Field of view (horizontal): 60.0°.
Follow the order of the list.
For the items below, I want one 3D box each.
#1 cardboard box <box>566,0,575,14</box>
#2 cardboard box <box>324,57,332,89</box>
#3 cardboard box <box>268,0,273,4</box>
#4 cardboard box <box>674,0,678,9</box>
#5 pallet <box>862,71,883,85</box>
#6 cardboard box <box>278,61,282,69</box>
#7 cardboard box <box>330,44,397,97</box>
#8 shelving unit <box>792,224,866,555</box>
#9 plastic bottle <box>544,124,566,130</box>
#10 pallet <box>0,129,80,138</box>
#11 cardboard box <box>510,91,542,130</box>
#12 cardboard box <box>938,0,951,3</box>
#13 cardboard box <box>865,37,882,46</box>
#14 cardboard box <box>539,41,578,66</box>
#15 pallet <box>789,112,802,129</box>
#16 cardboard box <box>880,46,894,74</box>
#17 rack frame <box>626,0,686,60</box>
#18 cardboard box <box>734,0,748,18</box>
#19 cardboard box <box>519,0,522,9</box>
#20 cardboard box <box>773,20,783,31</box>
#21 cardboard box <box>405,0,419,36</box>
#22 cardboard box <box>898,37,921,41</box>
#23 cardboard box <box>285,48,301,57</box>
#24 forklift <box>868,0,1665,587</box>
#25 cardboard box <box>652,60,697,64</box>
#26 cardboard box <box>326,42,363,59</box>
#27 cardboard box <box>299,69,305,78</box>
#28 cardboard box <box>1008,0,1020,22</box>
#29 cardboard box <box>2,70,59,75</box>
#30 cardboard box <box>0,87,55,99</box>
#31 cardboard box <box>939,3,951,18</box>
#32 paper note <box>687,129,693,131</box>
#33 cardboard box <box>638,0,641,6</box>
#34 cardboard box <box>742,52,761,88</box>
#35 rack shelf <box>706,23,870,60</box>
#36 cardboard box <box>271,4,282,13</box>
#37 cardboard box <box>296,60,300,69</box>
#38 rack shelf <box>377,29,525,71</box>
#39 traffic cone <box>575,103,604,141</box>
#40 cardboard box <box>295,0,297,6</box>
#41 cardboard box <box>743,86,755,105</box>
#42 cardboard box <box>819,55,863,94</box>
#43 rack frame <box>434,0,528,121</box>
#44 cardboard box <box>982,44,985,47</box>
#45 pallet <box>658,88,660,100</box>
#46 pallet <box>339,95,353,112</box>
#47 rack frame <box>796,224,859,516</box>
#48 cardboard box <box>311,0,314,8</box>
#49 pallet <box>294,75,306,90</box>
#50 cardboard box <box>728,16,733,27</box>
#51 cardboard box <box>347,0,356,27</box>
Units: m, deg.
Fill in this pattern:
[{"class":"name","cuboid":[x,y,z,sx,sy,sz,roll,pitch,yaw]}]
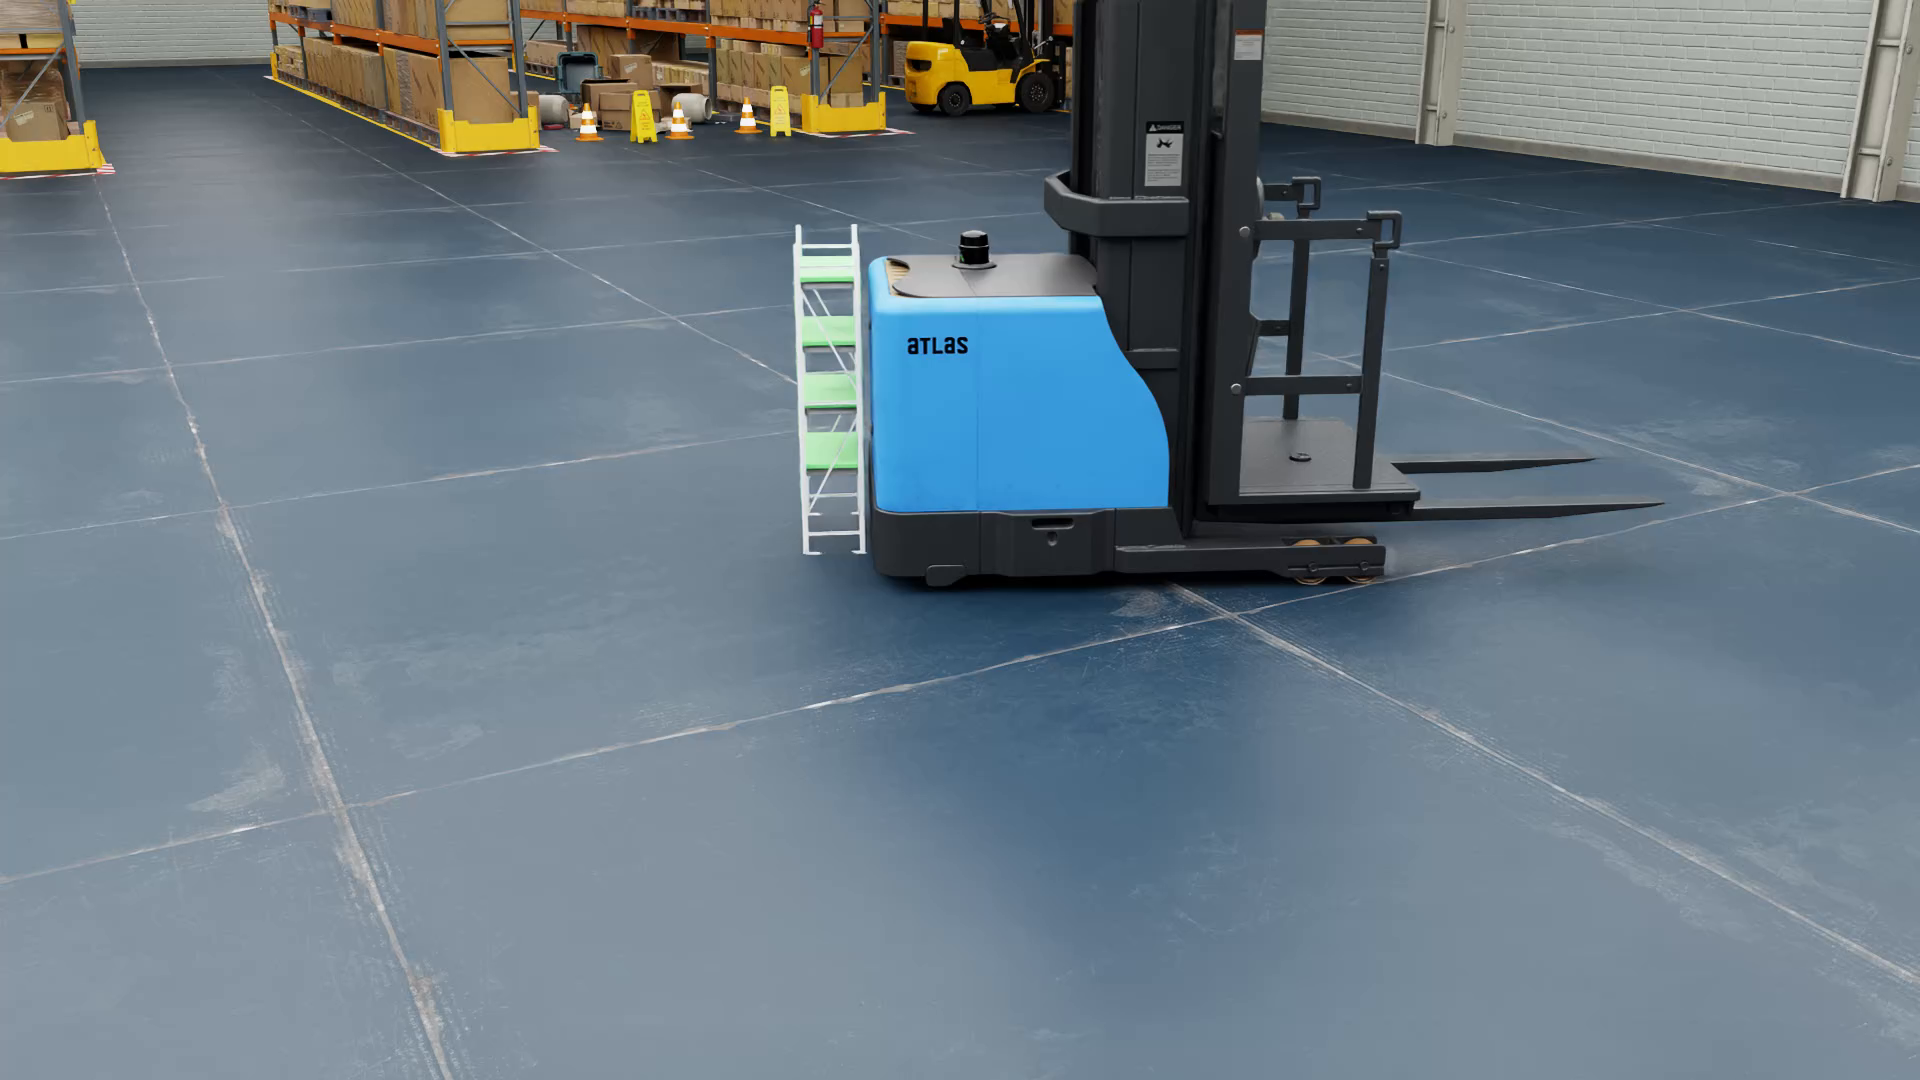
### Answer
[{"class":"cardboard box","cuboid":[-7.300,-10.326,32.188,0.500,0.250,0.500,-11,22,-28]},{"class":"cardboard box","cuboid":[-10.471,-7.935,28.218,0.500,0.500,0.500,-9,21,-24]},{"class":"cardboard box","cuboid":[-13.514,-10.933,33.108,0.500,0.500,0.500,-9,21,-24]},{"class":"cardboard box","cuboid":[-4.437,-8.748,27.125,0.380,0.149,0.250,-10,21,-27]},{"class":"pallet","cuboid":[-1.332,-9.088,32.645,1.003,0.211,1.213,-10,21,-27]},{"class":"cardboard box","cuboid":[-13.517,-9.568,33.487,0.380,0.149,0.250,-10,21,-26]},{"class":"cardboard box","cuboid":[-9.475,-7.567,26.766,1.050,0.750,0.750,-10,22,-27]},{"class":"shelving unit","cuboid":[-0.508,-0.594,6.512,0.258,1.200,0.503,-1,19,-4]},{"class":"plastic bottle","cuboid":[-5.679,-5.787,23.307,0.133,0.061,0.283,16,25,39]},{"class":"pallet","cuboid":[-11.266,-4.877,20.440,1.003,0.211,1.213,-10,21,-27]},{"class":"cardboard box","cuboid":[-6.146,-6.005,23.263,0.500,0.500,0.500,-6,20,-17]},{"class":"cardboard box","cuboid":[-0.058,-9.599,29.314,0.500,0.250,0.500,-10,21,-26]},{"class":"cardboard box","cuboid":[-1.625,-9.686,32.296,0.380,0.149,0.250,-11,22,-29]},{"class":"cardboard box","cuboid":[-8.333,-10.265,35.064,0.875,0.438,0.875,-9,21,-25]},{"class":"pallet","cuboid":[-1.969,-6.062,23.875,1.003,0.211,1.213,-10,21,-27]},{"class":"cardboard box","cuboid":[-1.400,-9.291,32.146,0.500,0.500,0.500,-9,21,-25]},{"class":"rack frame","cuboid":[-5.377,-9.416,29.321,1.000,3.000,0.127,-10,21,-27]},{"class":"cardboard box","cuboid":[-3.028,-8.000,24.606,0.500,0.500,0.500,-10,21,-27]},{"class":"cardboard box","cuboid":[-9.201,-11.578,35.432,0.500,0.500,0.500,-10,21,-27]},{"class":"cardboard box","cuboid":[-2.414,-7.277,23.506,0.380,0.149,0.250,-10,21,-26]},{"class":"cardboard box","cuboid":[-6.826,-6.975,22.015,0.875,0.550,0.500,-10,21,-27]},{"class":"cardboard box","cuboid":[-0.984,-9.707,32.359,0.380,0.149,0.250,-9,21,-24]},{"class":"cardboard box","cuboid":[-12.892,-9.471,32.295,0.380,0.149,0.250,-10,21,-26]},{"class":"forklift","cuboid":[1.165,-1.389,6.163,3.031,2.935,1.130,-1,19,-4]},{"class":"cardboard box","cuboid":[-5.118,-8.209,29.206,0.950,0.372,0.625,-12,22,-30]},{"class":"cardboard box","cuboid":[-10.241,-8.147,27.683,0.500,0.250,0.500,-11,22,-28]},{"class":"cardboard box","cuboid":[-12.071,-8.679,30.912,0.380,0.149,0.250,-10,21,-26]},{"class":"cardboard box","cuboid":[1.132,-8.770,27.296,0.500,0.500,0.500,-10,21,-26]},{"class":"cardboard box","cuboid":[-13.488,-6.561,24.204,0.700,0.500,0.500,-12,22,-31]},{"class":"cardboard box","cuboid":[-11.766,-5.465,21.060,0.500,0.500,0.500,-3,19,-9]},{"class":"cardboard box","cuboid":[-0.033,-9.362,29.393,0.500,0.250,0.500,-10,21,-26]},{"class":"paper note","cuboid":[-3.779,-5.679,23.042,0.142,0.019,0.148,16,25,39]},{"class":"cardboard box","cuboid":[-5.386,-9.374,28.939,0.380,0.149,0.250,-11,22,-30]},{"class":"cardboard box","cuboid":[-2.926,-7.009,24.766,0.500,0.500,0.500,-9,21,-24]},{"class":"rack shelf","cuboid":[-2.528,-7.354,24.446,1.077,0.370,4.000,-10,21,-27]},{"class":"cardboard box","cuboid":[-13.381,-10.502,32.853,0.380,0.149,0.250,-11,22,-28]},{"class":"cardboard box","cuboid":[-12.154,-8.877,31.029,0.380,0.149,0.250,-11,22,-29]},{"class":"rack shelf","cuboid":[-6.836,-6.558,22.140,1.077,0.370,4.000,-10,21,-27]},{"class":"traffic cone","cuboid":[-4.889,-5.497,21.852,0.336,0.463,0.334,-10,21,-27]},{"class":"cardboard box","cuboid":[-11.432,-9.441,29.134,0.380,0.149,0.250,-10,21,-26]},{"class":"cardboard box","cuboid":[-2.917,-6.652,24.882,0.500,0.250,0.500,-10,22,-27]},{"class":"cardboard box","cuboid":[-1.730,-6.654,23.738,0.500,0.500,0.500,-11,22,-28]},{"class":"rack frame","cuboid":[-5.887,-6.324,20.359,1.000,3.000,0.127,-10,21,-27]},{"class":"cardboard box","cuboid":[0.270,-8.486,29.621,0.875,0.625,0.625,-10,22,-27]},{"class":"pallet","cuboid":[-4.432,-7.524,28.111,1.003,0.211,1.213,-10,21,-27]},{"class":"pallet","cuboid":[-9.377,-7.064,26.780,1.003,0.211,1.213,-10,21,-27]},{"class":"rack frame","cuboid":[-0.526,-0.673,6.742,0.240,1.200,0.015,-1,19,-4]},{"class":"cardboard box","cuboid":[-10.563,-8.916,27.612,0.380,0.149,0.250,-10,21,-26]},{"class":"pallet","cuboid":[-11.935,-8.638,31.340,1.003,0.211,1.213,-10,21,-27]},{"class":"cardboard box","cuboid":[-3.292,-7.873,25.234,0.380,0.149,0.250,-10,21,-27]},{"class":"cardboard box","cuboid":[-8.992,-8.063,25.247,0.500,0.500,0.500,-10,22,-27]}]
